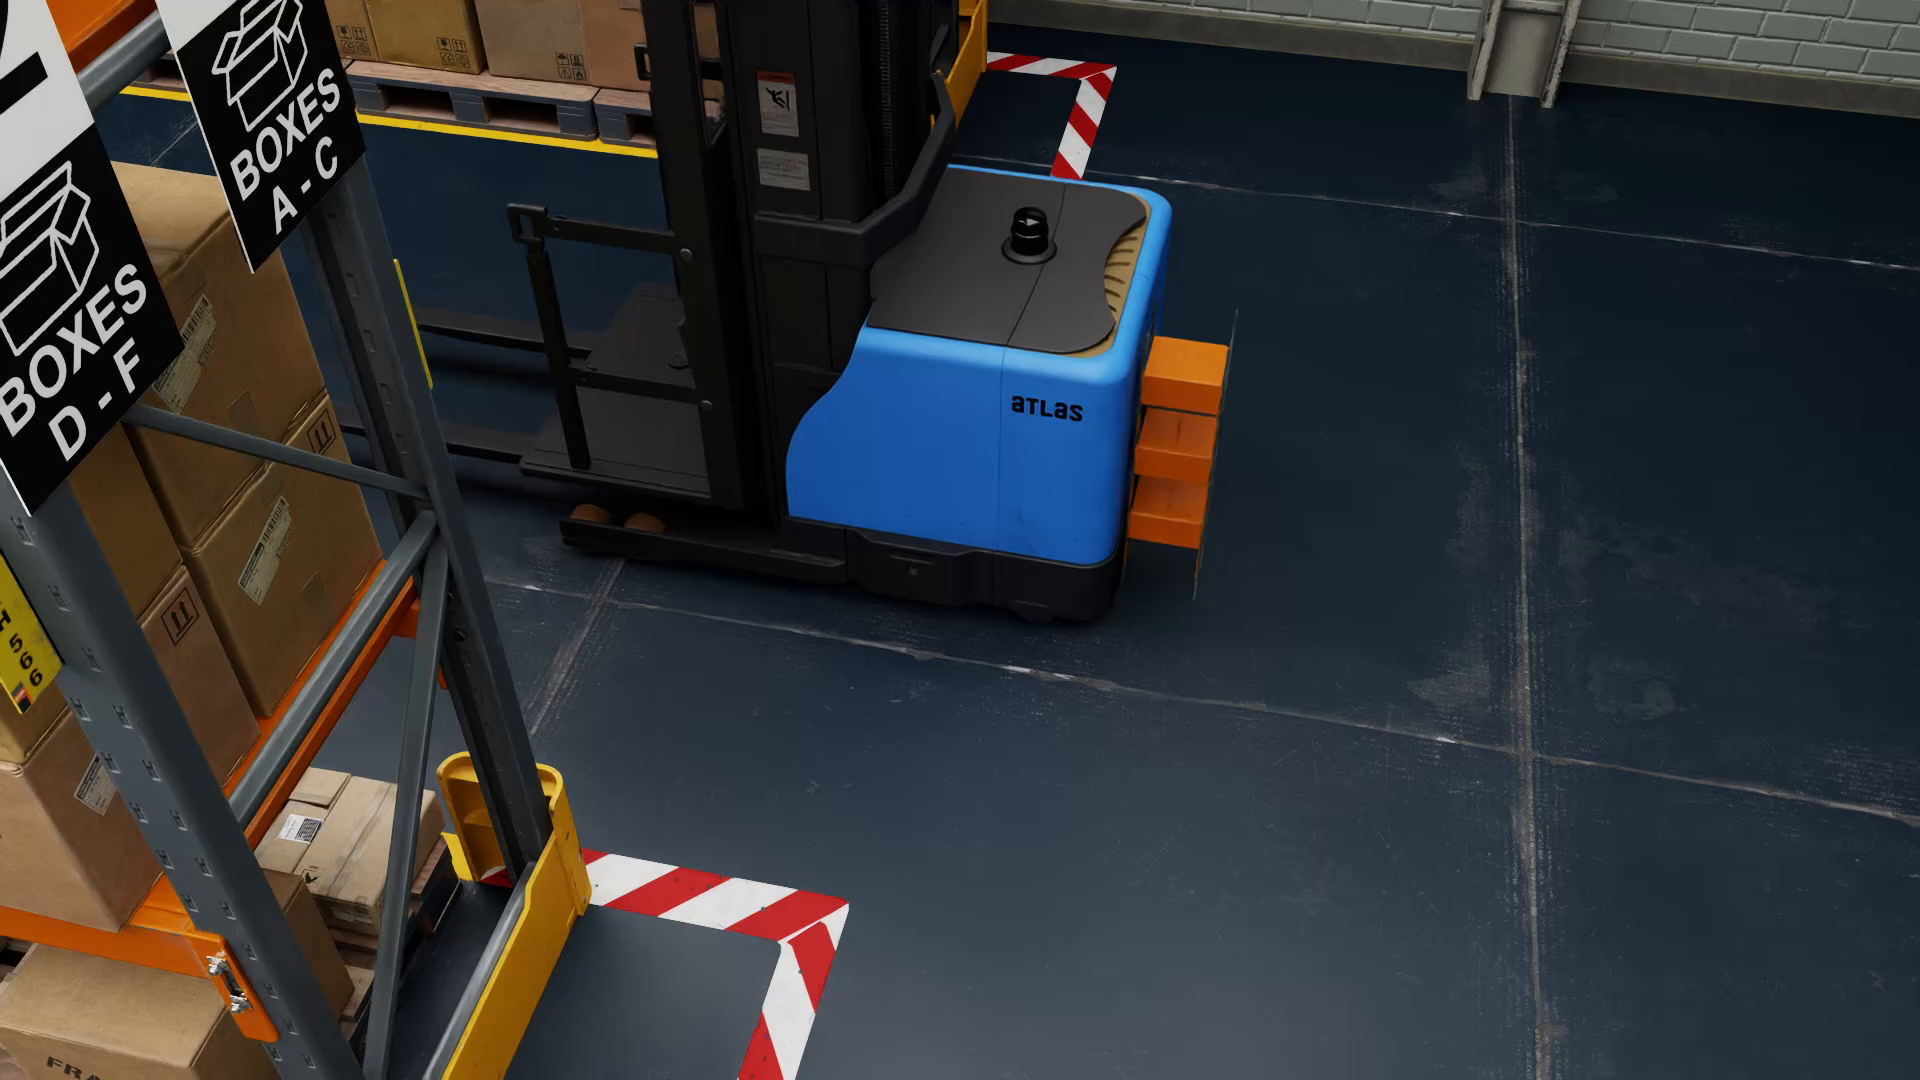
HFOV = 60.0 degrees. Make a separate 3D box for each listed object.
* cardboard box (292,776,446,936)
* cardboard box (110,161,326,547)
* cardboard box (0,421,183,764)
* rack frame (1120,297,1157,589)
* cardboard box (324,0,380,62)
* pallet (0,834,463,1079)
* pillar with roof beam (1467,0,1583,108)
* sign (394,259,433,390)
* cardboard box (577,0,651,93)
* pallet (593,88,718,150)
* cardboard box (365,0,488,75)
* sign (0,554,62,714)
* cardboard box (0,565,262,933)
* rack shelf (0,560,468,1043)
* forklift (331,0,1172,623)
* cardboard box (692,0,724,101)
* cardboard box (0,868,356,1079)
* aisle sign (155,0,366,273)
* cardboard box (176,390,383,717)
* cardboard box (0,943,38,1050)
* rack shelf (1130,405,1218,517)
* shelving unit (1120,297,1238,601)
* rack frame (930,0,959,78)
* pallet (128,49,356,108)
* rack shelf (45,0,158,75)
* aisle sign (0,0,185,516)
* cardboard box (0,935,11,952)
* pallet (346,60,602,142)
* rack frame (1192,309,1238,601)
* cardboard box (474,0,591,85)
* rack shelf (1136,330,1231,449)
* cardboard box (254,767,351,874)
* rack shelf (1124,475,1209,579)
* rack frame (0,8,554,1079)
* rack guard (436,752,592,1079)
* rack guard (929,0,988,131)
[{"bbox_3d":[-1.585,0.842,4.451,0.250,0.149,0.380,9,45,9],"label":"cardboard box"},{"bbox_3d":[-1.627,-0.373,3.181,0.500,0.500,0.500,10,45,10],"label":"cardboard box"},{"bbox_3d":[-1.746,-0.008,2.803,0.500,0.500,0.500,8,45,9],"label":"cardboard box"},{"bbox_3d":[0.564,-0.283,5.287,0.008,1.050,0.200,10,45,10],"label":"rack frame"},{"bbox_3d":[-2.880,-2.679,7.870,0.500,0.500,0.700,8,45,9],"label":"cardboard box"},{"bbox_3d":[-2.104,1.142,4.411,1.213,0.211,1.003,9,45,9],"label":"pallet"},{"bbox_3d":[1.710,-2.508,1.867,0.400,9.000,9.100,9,45,9],"label":"pillar with roof beam"},{"bbox_3d":[-1.133,-0.410,3.389,0.005,0.325,0.100,9,45,9],"label":"sign"},{"bbox_3d":[-1.366,-2.449,7.631,0.500,0.500,0.700,9,45,9],"label":"cardboard box"},{"bbox_3d":[-0.971,-2.147,7.829,1.213,0.211,1.003,9,45,9],"label":"pallet"},{"bbox_3d":[-2.379,-2.600,7.788,0.500,0.500,0.700,10,45,10],"label":"cardboard box"},{"bbox_3d":[-1.392,0.111,2.409,0.005,0.325,0.100,9,45,9],"label":"sign"},{"bbox_3d":[-1.748,0.349,3.152,0.500,0.500,0.500,10,45,10],"label":"cardboard box"},{"bbox_3d":[-3.203,0.225,3.872,4.000,0.370,1.077,9,45,9],"label":"rack shelf"},{"bbox_3d":[-0.874,-1.329,5.017,3.031,2.935,1.130,10,45,10],"label":"forklift"},{"bbox_3d":[-0.878,-2.373,7.552,0.500,0.500,0.700,9,45,9],"label":"cardboard box"},{"bbox_3d":[-1.836,1.096,3.934,0.500,0.500,0.500,9,45,9],"label":"cardboard box"},{"bbox_3d":[-1.121,-0.856,2.602,0.004,0.787,0.394,9,45,9],"label":"aisle sign"},{"bbox_3d":[-1.627,-0.013,3.528,0.500,0.500,0.500,10,45,10],"label":"cardboard box"},{"bbox_3d":[-2.211,1.094,4.177,0.250,0.166,0.380,9,45,9],"label":"cardboard box"},{"bbox_3d":[0.683,-0.255,5.273,0.240,0.259,0.215,10,45,10],"label":"rack shelf"},{"bbox_3d":[0.683,-0.263,5.266,0.252,1.050,0.215,10,45,10],"label":"shelving unit"},{"bbox_3d":[-0.173,-3.084,6.791,0.127,3.000,1.000,9,45,9],"label":"rack frame"},{"bbox_3d":[-3.352,-2.517,8.213,1.213,0.211,1.003,9,45,9],"label":"pallet"},{"bbox_3d":[-3.203,-0.855,2.831,4.000,0.370,1.077,9,45,9],"label":"rack shelf"},{"bbox_3d":[-1.252,-0.450,2.180,0.004,0.787,0.394,9,45,9],"label":"aisle sign"},{"bbox_3d":[-2.756,1.021,4.191,0.500,0.250,0.500,9,45,9],"label":"cardboard box"},{"bbox_3d":[-2.157,-2.334,8.022,1.213,0.211,1.003,9,45,9],"label":"pallet"},{"bbox_3d":[0.801,-0.243,5.245,0.008,1.050,0.200,10,45,10],"label":"rack frame"},{"bbox_3d":[-1.857,-2.524,7.709,0.500,0.500,0.700,7,44,8],"label":"cardboard box"},{"bbox_3d":[0.683,-0.460,5.077,0.240,0.259,0.215,10,45,10],"label":"rack shelf"},{"bbox_3d":[-1.829,0.798,4.484,0.250,0.166,0.380,9,45,9],"label":"cardboard box"},{"bbox_3d":[0.683,-0.055,5.466,0.240,0.259,0.215,10,45,10],"label":"rack shelf"},{"bbox_3d":[-1.251,0.269,3.307,0.127,3.000,1.000,9,45,9],"label":"rack frame"},{"bbox_3d":[-1.325,1.158,4.186,0.348,0.500,1.175,9,45,9],"label":"rack guard"},{"bbox_3d":[-0.150,-2.180,7.654,0.348,0.500,1.175,9,45,9],"label":"rack guard"}]
